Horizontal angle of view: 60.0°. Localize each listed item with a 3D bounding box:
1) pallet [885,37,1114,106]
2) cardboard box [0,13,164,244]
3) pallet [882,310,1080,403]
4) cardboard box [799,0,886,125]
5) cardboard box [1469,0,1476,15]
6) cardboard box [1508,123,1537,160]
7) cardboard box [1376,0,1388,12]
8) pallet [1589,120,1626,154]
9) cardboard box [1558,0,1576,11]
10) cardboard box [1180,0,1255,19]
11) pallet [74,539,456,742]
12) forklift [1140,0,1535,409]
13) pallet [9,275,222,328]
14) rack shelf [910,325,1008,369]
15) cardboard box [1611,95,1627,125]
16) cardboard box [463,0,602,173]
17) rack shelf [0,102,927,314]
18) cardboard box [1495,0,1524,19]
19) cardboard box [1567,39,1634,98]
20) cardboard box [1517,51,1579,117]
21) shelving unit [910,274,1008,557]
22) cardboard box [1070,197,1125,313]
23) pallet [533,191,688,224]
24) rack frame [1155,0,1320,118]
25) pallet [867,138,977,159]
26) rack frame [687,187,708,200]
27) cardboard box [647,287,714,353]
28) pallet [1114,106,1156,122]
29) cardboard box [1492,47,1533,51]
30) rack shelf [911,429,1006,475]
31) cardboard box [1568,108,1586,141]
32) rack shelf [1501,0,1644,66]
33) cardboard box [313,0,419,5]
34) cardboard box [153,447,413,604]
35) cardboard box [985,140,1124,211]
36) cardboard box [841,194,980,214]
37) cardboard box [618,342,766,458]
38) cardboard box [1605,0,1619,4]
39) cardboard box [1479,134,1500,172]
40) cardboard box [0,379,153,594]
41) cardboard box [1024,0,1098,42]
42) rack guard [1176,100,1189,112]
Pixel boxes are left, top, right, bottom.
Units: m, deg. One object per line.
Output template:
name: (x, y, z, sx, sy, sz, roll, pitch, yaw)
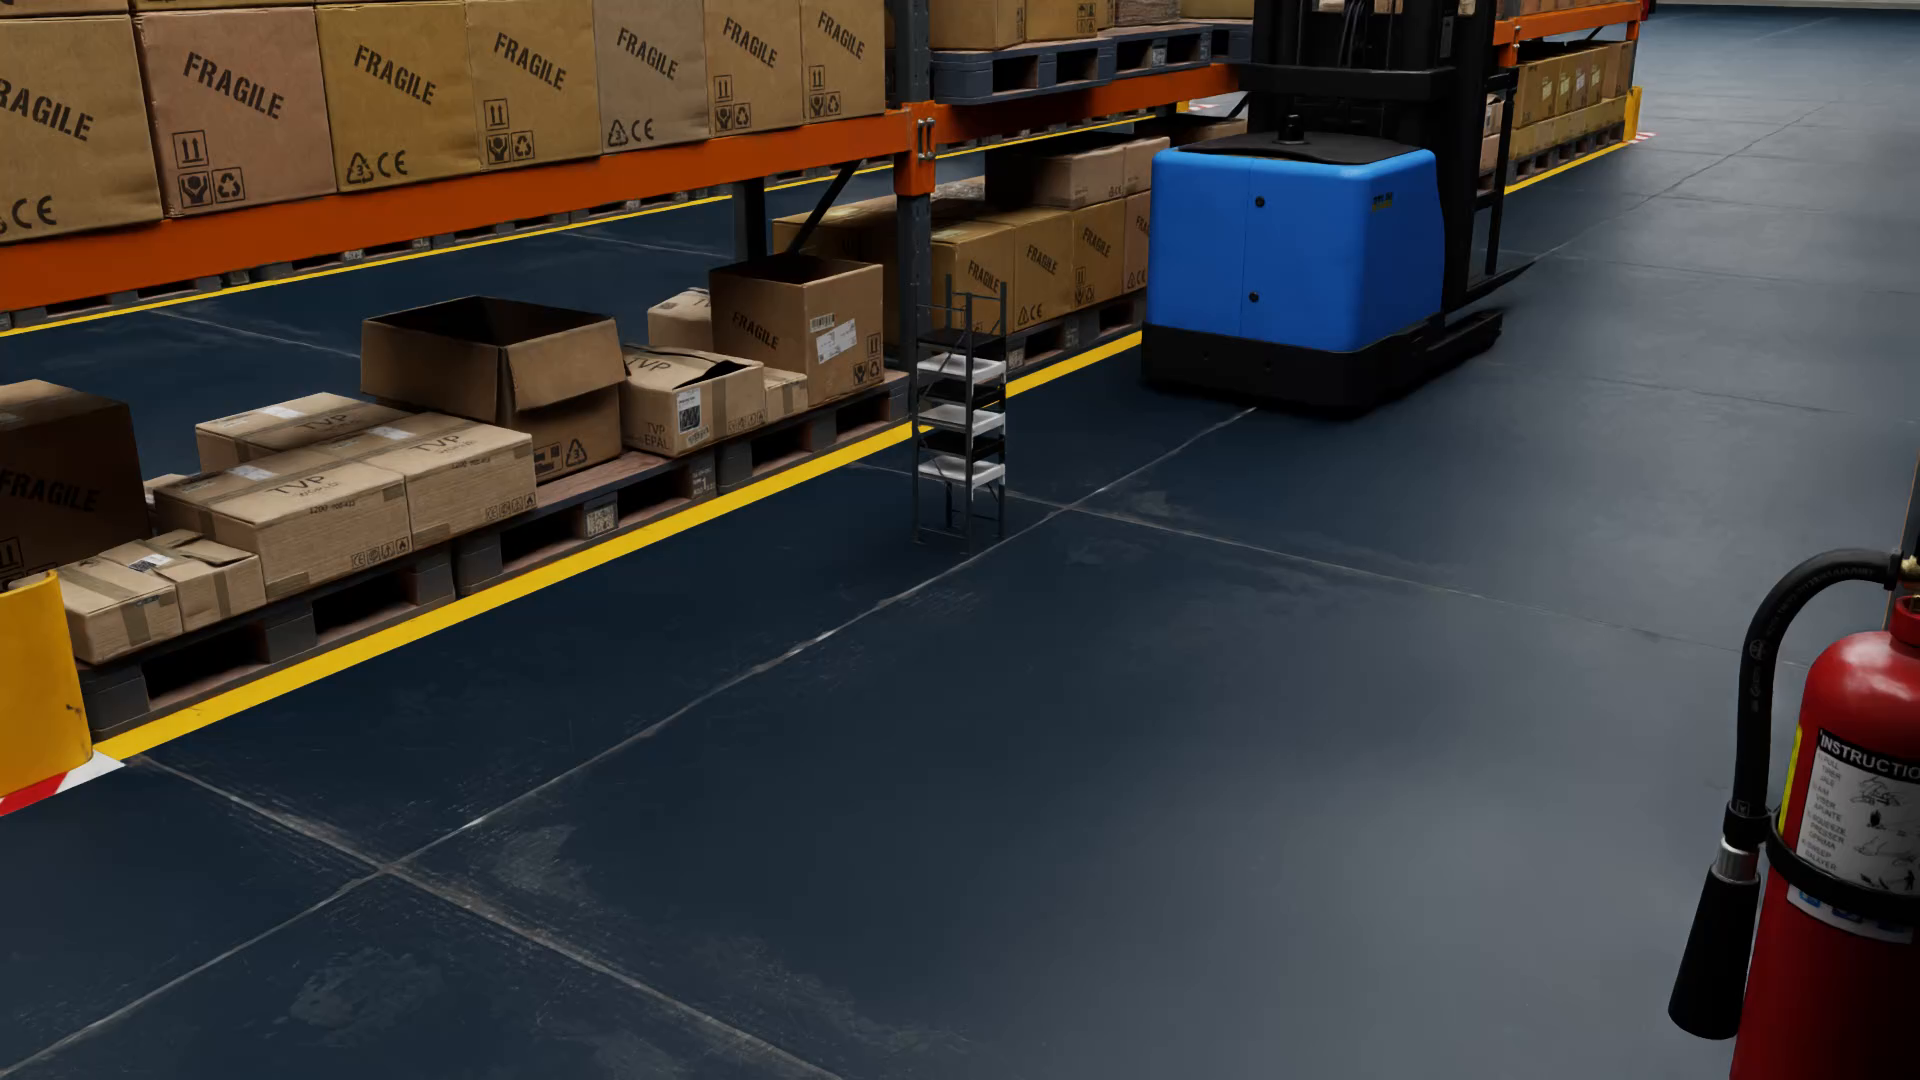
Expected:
pallet: (-0.029, -2.160, 7.559, 1.003, 0.211, 1.213, 13, 24, 32)
cardboard box: (-2.350, -1.018, 4.048, 0.500, 0.500, 0.500, 14, 24, 33)
pallet: (-0.143, -0.975, 8.098, 1.003, 0.211, 1.213, 13, 24, 32)
cardboard box: (-0.638, -1.896, 6.423, 0.500, 0.500, 0.500, 14, 24, 33)
cardboard box: (3.688, -4.118, 12.789, 0.500, 0.250, 0.500, 15, 25, 35)
cardboard box: (4.440, -3.319, 13.772, 0.500, 0.250, 0.500, 13, 24, 32)
cardboard box: (2.609, -3.722, 11.358, 0.500, 0.500, 0.500, 12, 23, 29)
pallet: (5.782, -3.950, 16.140, 1.003, 0.211, 1.213, 13, 24, 32)
cardboard box: (5.036, -4.956, 14.696, 0.700, 0.500, 0.500, 14, 25, 33)
cardboard box: (1.419, -3.231, 9.428, 0.700, 0.500, 0.500, 5, 21, 14)
pallet: (-2.327, 0.162, 5.022, 1.003, 0.211, 1.213, 13, 24, 32)
forklift: (2.095, -2.390, 8.000, 1.130, 2.935, 3.031, 14, 24, 33)
pallet: (-5.045, -1.483, 9.470, 1.003, 0.211, 1.213, 13, 24, 32)
rack shelf: (-0.005, -0.642, 5.520, 0.258, 0.077, 0.200, 13, 24, 32)
cardboard box: (6.120, -4.181, 16.104, 0.500, 0.250, 0.500, 13, 24, 32)
cardboard box: (-1.497, -1.453, 5.226, 0.500, 0.500, 0.500, 14, 24, 33)
rack shelf: (-1.693, -1.131, 5.536, 1.077, 0.370, 4.000, 13, 24, 32)
cardboard box: (4.172, -4.513, 13.499, 0.700, 0.500, 0.500, 13, 24, 30)
cardboard box: (6.121, -4.533, 15.972, 0.500, 0.500, 0.500, 13, 24, 32)
cardboard box: (5.010, -3.956, 14.413, 0.500, 0.500, 0.500, 13, 24, 32)
shelving unit: (-0.005, -0.420, 5.603, 0.258, 0.900, 0.210, 13, 24, 32)
cardboard box: (0.482, -1.465, 8.370, 0.500, 0.500, 0.500, 14, 24, 32)
pallet: (-2.824, -2.615, 12.530, 1.003, 0.211, 1.213, 13, 24, 32)
rack frame: (1.680, -3.190, 10.066, 1.000, 3.000, 0.127, 13, 24, 32)
pallet: (-0.576, -3.764, 15.637, 1.003, 0.211, 1.213, 13, 24, 32)
rack frame: (-2.415, -4.157, 12.680, 1.000, 3.000, 0.127, 13, 24, 32)
cardboard box: (-0.984, -0.910, 7.142, 0.500, 0.311, 0.500, 13, 24, 32)
pallet: (1.617, -4.882, 18.658, 1.003, 0.211, 1.213, 13, 24, 32)
cardboard box: (4.846, -4.204, 15.084, 0.500, 0.500, 0.500, 13, 24, 32)
rack shelf: (-0.005, -0.304, 5.645, 0.258, 0.077, 0.200, 13, 24, 32)
cardboard box: (5.286, -3.749, 14.934, 0.500, 0.250, 0.500, 13, 24, 32)
rack shelf: (5.053, -4.574, 14.845, 1.077, 0.370, 4.000, 13, 24, 32)
cardboard box: (-1.777, -1.781, 4.670, 0.500, 0.500, 0.500, 14, 24, 33)
cardboard box: (-1.996, -0.056, 4.921, 0.500, 0.250, 0.500, 13, 24, 32)
cardboard box: (0.467, -1.806, 8.213, 0.500, 0.250, 0.500, 13, 24, 32)
cardboard box: (-0.244, -1.414, 8.233, 0.500, 0.500, 0.500, 13, 24, 32)
cardboard box: (-1.076, -0.554, 6.180, 0.500, 0.311, 0.500, 13, 24, 32)
cardboard box: (5.904, -5.401, 15.898, 0.700, 0.500, 0.500, 13, 24, 32)
cardboard box: (3.935, -3.070, 13.098, 0.500, 0.250, 0.500, 13, 24, 31)
cardboard box: (-2.716, -0.133, 4.769, 0.500, 0.500, 0.500, 13, 24, 32)
cardboard box: (0.217, -2.588, 7.689, 0.700, 0.500, 0.500, 18, 27, 40)
rack guard: (2.078, -5.249, 19.235, 1.175, 0.500, 0.348, 13, 24, 32)
